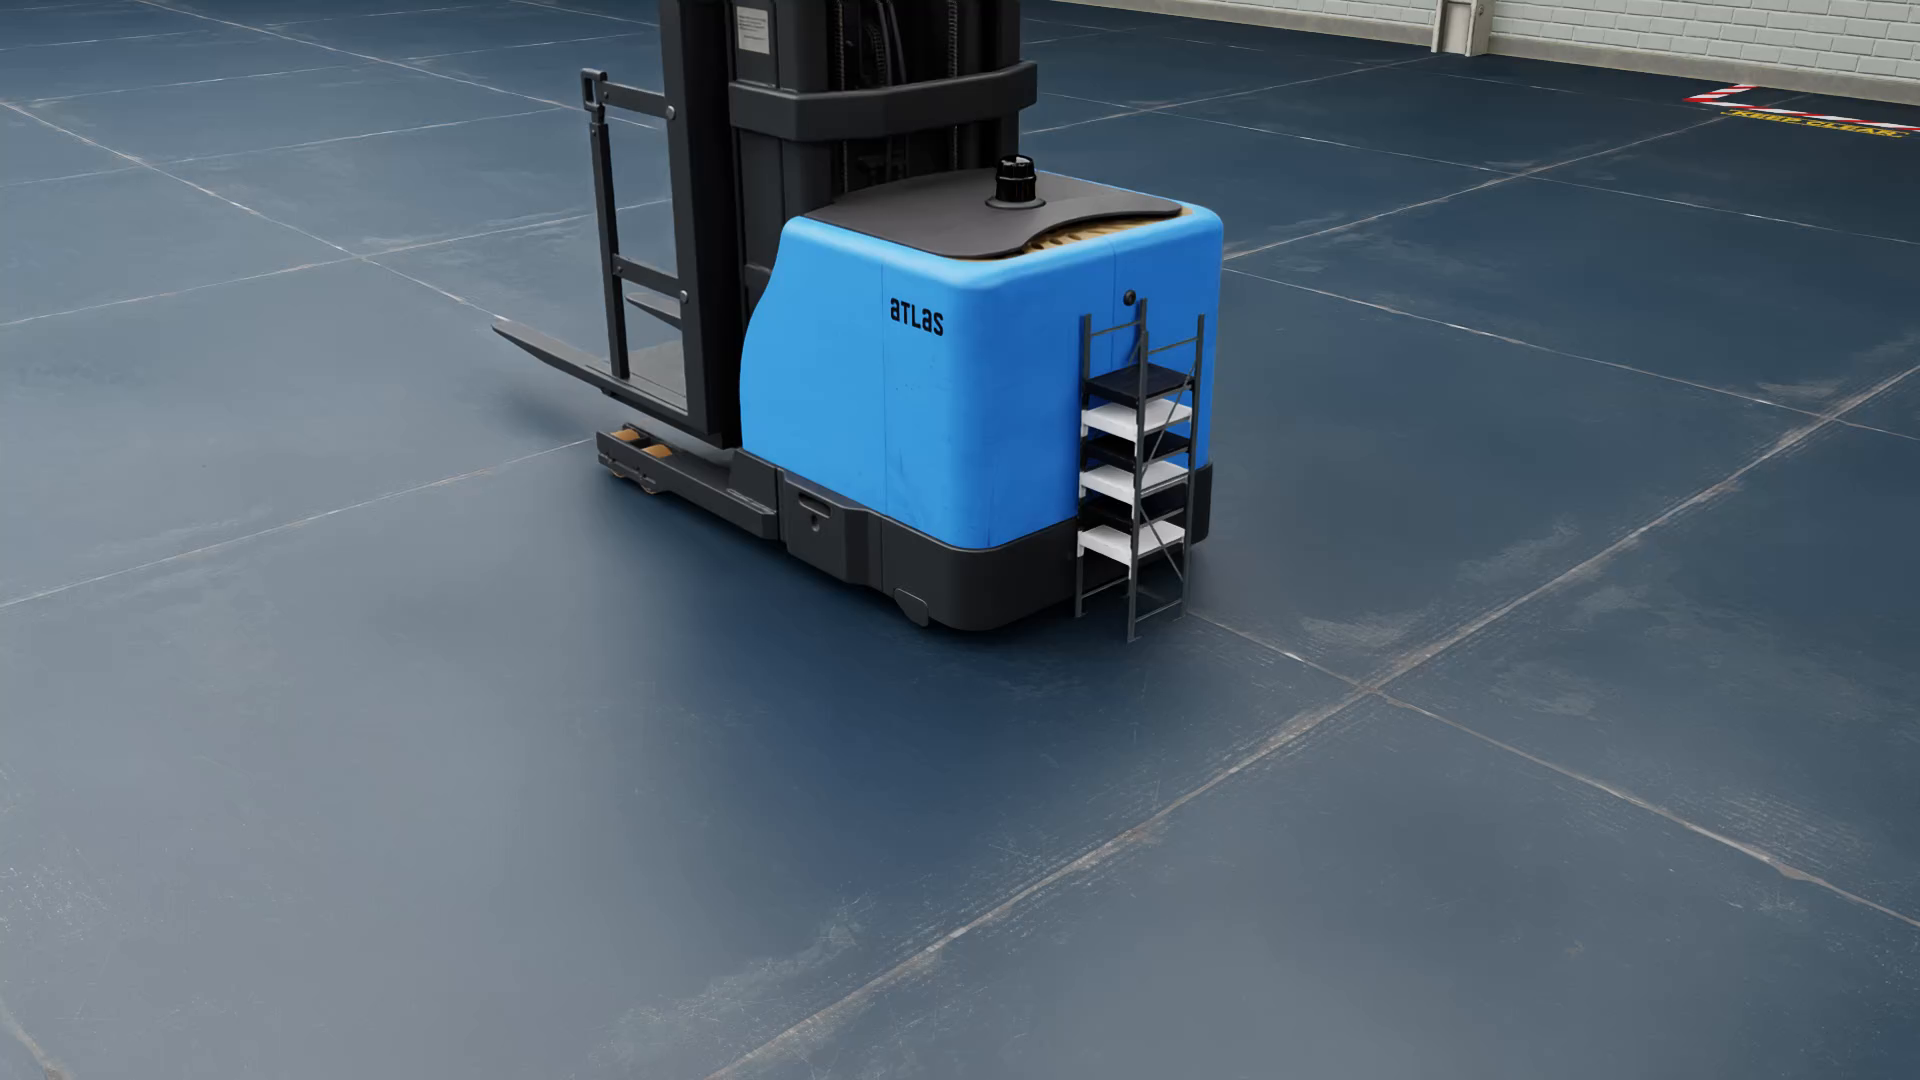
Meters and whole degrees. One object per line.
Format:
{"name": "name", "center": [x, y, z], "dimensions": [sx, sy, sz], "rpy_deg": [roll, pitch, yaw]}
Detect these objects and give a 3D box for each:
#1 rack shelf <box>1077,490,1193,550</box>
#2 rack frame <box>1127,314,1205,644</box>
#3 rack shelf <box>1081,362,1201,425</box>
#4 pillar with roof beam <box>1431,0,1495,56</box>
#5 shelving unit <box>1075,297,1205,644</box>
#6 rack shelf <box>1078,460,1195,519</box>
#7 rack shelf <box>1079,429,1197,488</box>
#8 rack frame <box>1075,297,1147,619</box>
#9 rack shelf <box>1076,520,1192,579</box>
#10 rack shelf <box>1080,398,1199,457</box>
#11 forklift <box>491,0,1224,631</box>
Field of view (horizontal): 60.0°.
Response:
{"name": "rack shelf", "center": [0.488, -0.074, 4.625], "dimensions": [0.258, 0.077, 0.200], "rpy_deg": [-21, 32, -38]}
{"name": "rack frame", "center": [0.556, -0.155, 4.505], "dimensions": [0.240, 0.900, 0.006], "rpy_deg": [-21, 32, -38]}
{"name": "rack shelf", "center": [0.488, -0.401, 4.476], "dimensions": [0.258, 0.077, 0.200], "rpy_deg": [-21, 32, -38]}
{"name": "pillar with roof beam", "center": [1.275, -7.186, 10.159], "dimensions": [9.100, 9.000, 0.400], "rpy_deg": [-21, 32, -38]}
{"name": "shelving unit", "center": [0.488, -0.186, 4.574], "dimensions": [0.258, 0.900, 0.210], "rpy_deg": [-21, 32, -38]}
{"name": "rack shelf", "center": [0.488, -0.156, 4.588], "dimensions": [0.258, 0.077, 0.200], "rpy_deg": [-21, 32, -38]}
{"name": "rack shelf", "center": [0.488, -0.238, 4.550], "dimensions": [0.258, 0.077, 0.200], "rpy_deg": [-21, 32, -38]}
{"name": "rack frame", "center": [0.419, -0.217, 4.642], "dimensions": [0.240, 0.900, 0.006], "rpy_deg": [-21, 32, -38]}
{"name": "rack shelf", "center": [0.488, 0.008, 4.662], "dimensions": [0.258, 0.077, 0.200], "rpy_deg": [-21, 32, -38]}
{"name": "rack shelf", "center": [0.488, -0.320, 4.513], "dimensions": [0.258, 0.077, 0.200], "rpy_deg": [-21, 32, -38]}
{"name": "forklift", "center": [-0.595, -1.612, 5.253], "dimensions": [1.130, 2.935, 3.031], "rpy_deg": [-21, 32, -38]}
